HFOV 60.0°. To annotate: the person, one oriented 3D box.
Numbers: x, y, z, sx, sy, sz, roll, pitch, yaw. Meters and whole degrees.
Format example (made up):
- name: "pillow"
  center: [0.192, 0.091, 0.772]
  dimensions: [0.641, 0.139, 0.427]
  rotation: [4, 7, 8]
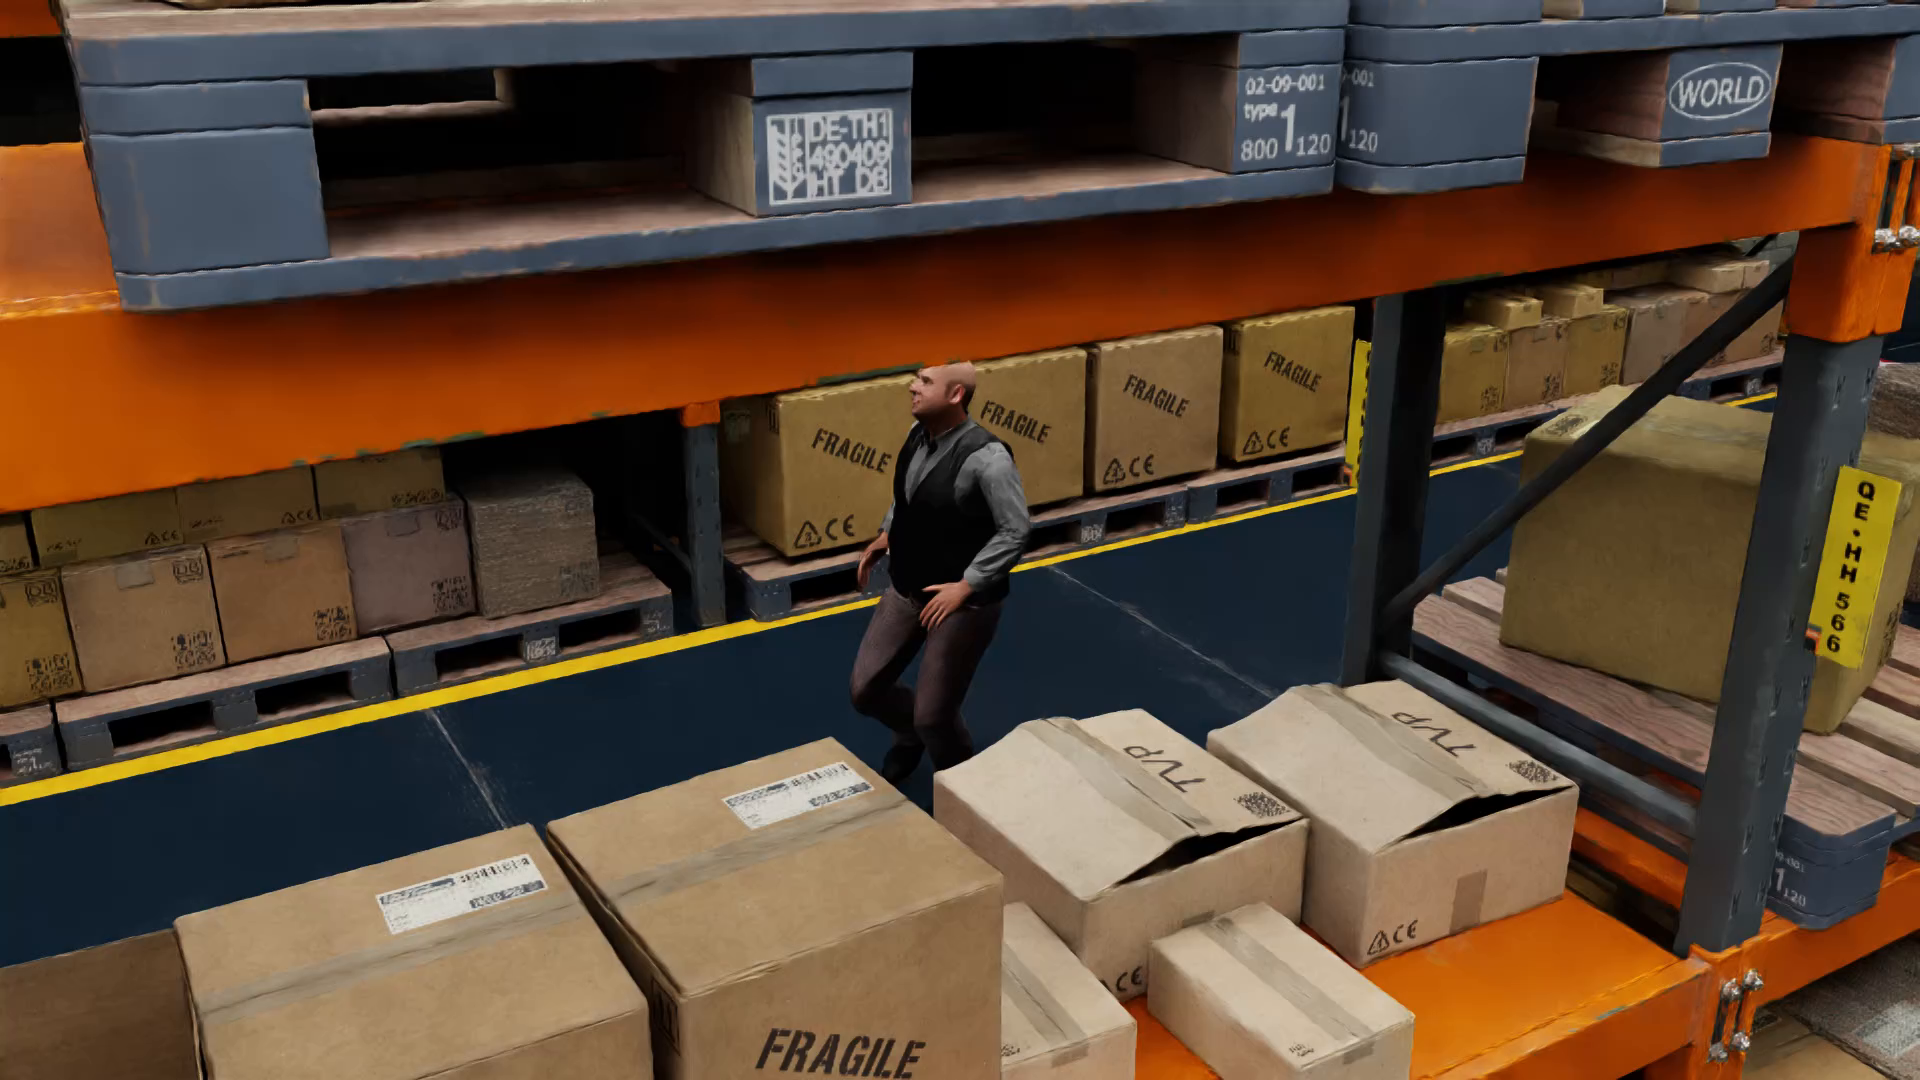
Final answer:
- name: "person"
  center: [-0.080, 0.238, 5.665]
  dimensions: [0.507, 1.624, 0.702]
  rotation: [-20, 29, -41]
